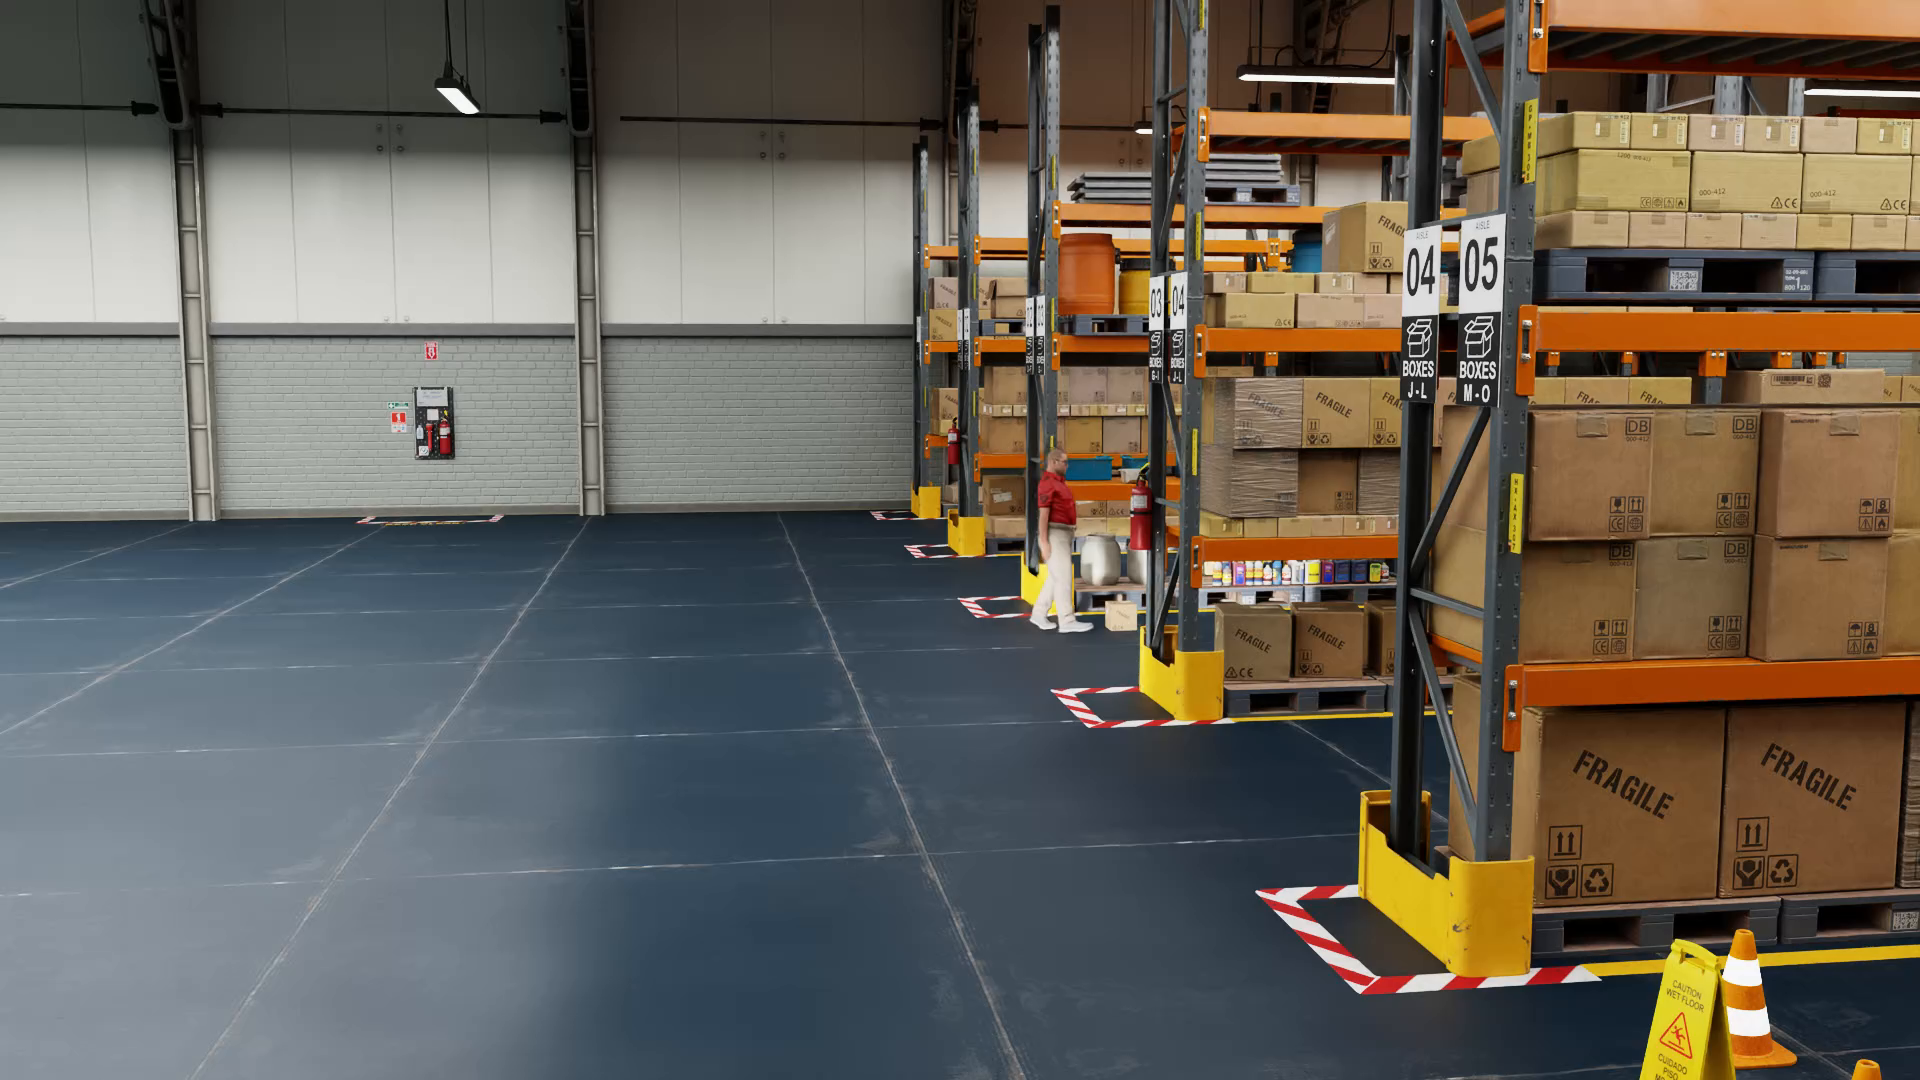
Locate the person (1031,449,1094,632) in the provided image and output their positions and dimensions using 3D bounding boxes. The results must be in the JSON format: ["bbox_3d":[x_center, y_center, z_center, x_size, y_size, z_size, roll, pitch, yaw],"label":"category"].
[{"bbox_3d":[0.964,0.006,15.733,0.644,1.729,0.547,2,7,14],"label":"person"}]
